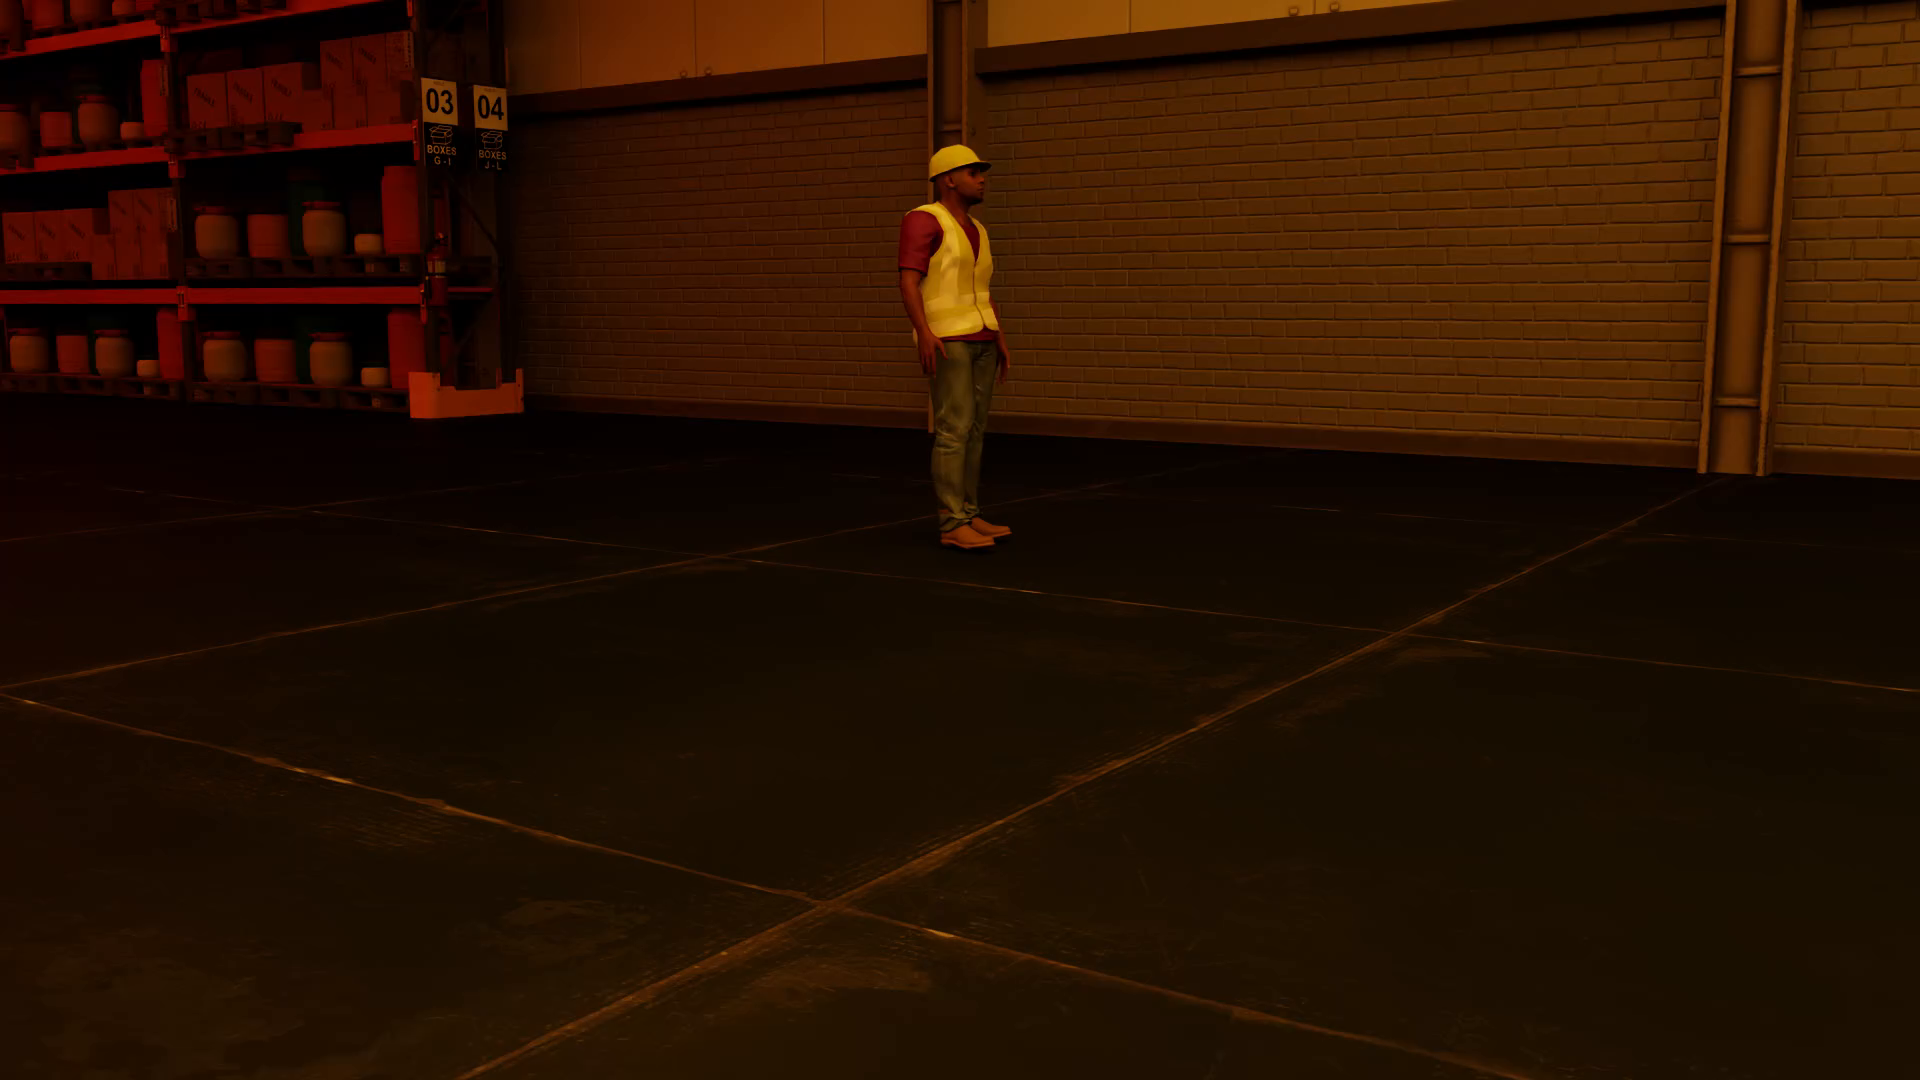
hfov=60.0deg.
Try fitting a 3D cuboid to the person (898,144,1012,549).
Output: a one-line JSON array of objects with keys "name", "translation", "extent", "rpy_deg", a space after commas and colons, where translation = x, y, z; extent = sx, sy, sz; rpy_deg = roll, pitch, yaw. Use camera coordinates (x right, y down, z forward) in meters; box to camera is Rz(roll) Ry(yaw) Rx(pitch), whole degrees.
[{"name": "person", "translation": [0.054, -0.876, 7.435], "extent": [0.577, 1.765, 0.665], "rpy_deg": [5, 10, 34]}]
